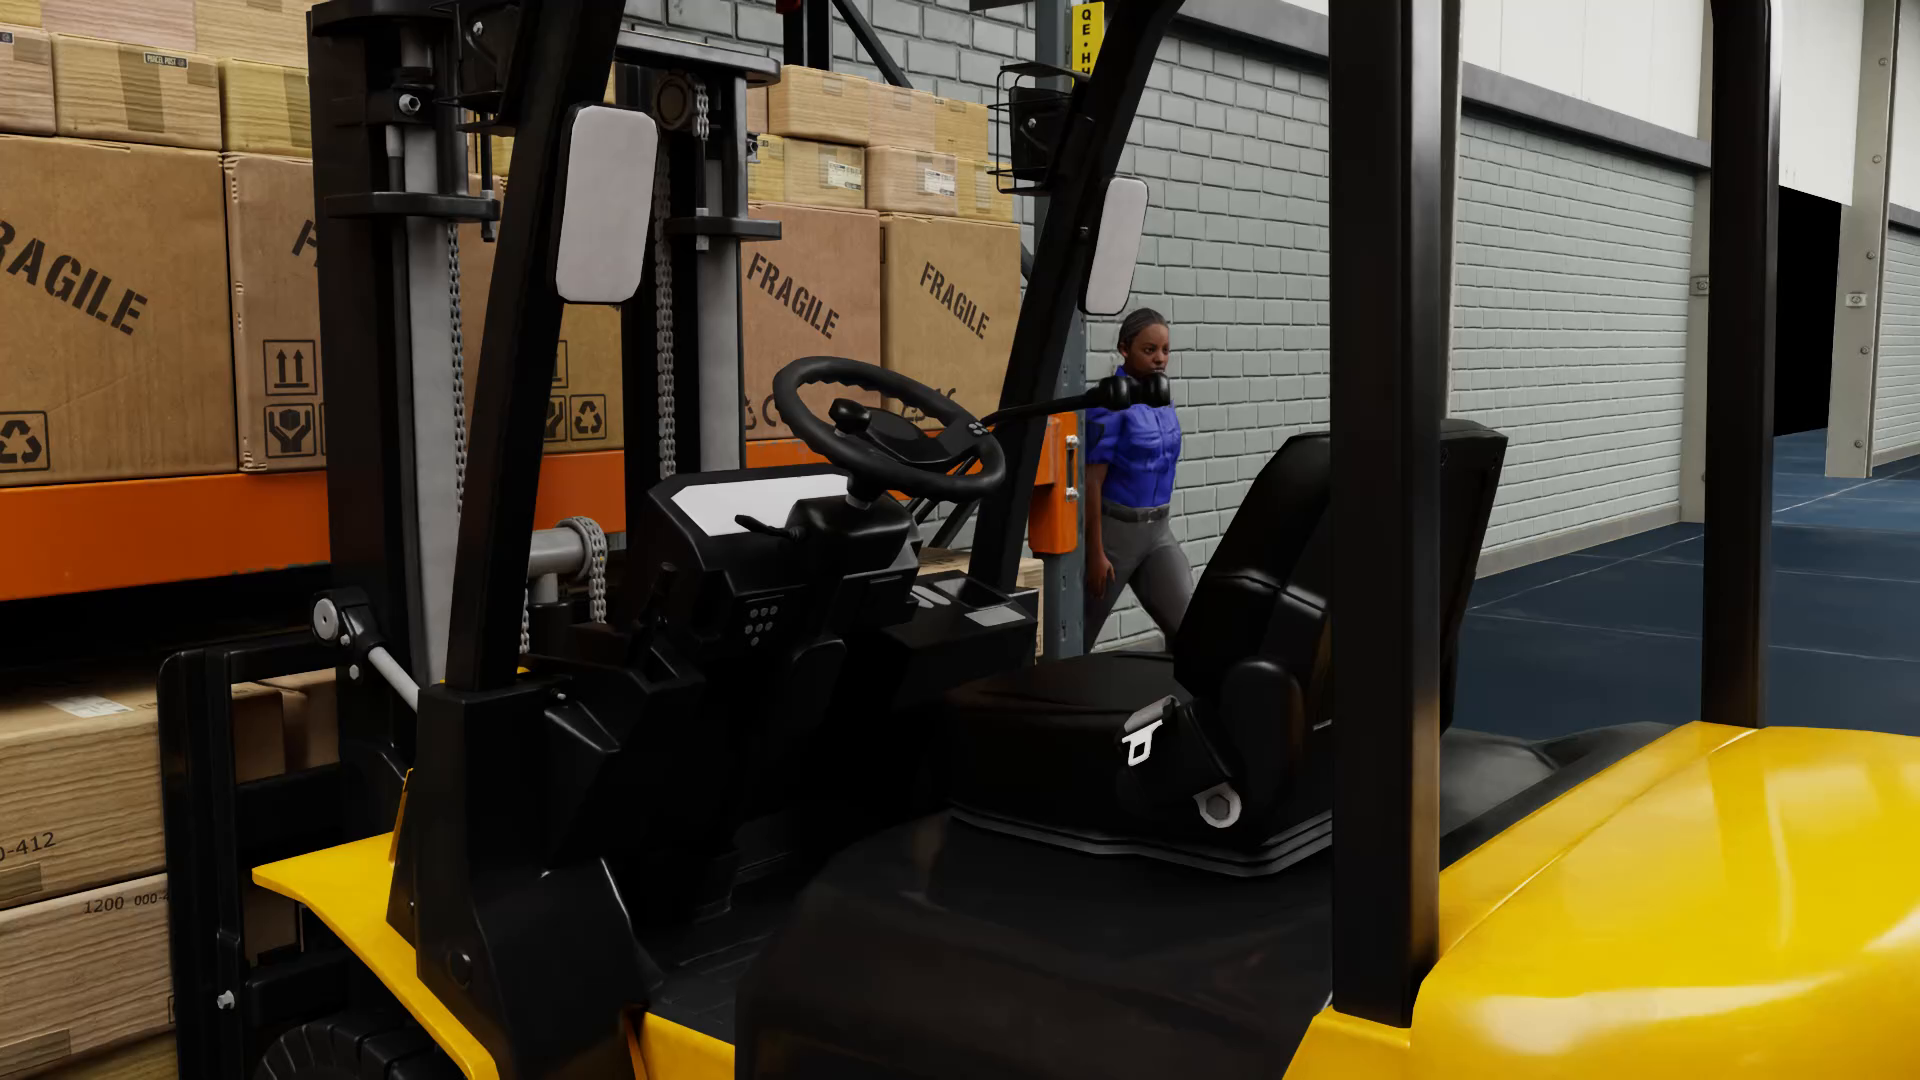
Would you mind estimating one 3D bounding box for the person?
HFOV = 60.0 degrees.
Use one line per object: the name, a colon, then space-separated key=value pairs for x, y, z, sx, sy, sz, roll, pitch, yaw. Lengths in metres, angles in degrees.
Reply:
person: x=0.612 y=0.000 z=5.807 sx=0.969 sy=1.605 sz=0.520 roll=6 pitch=9 yaw=42
